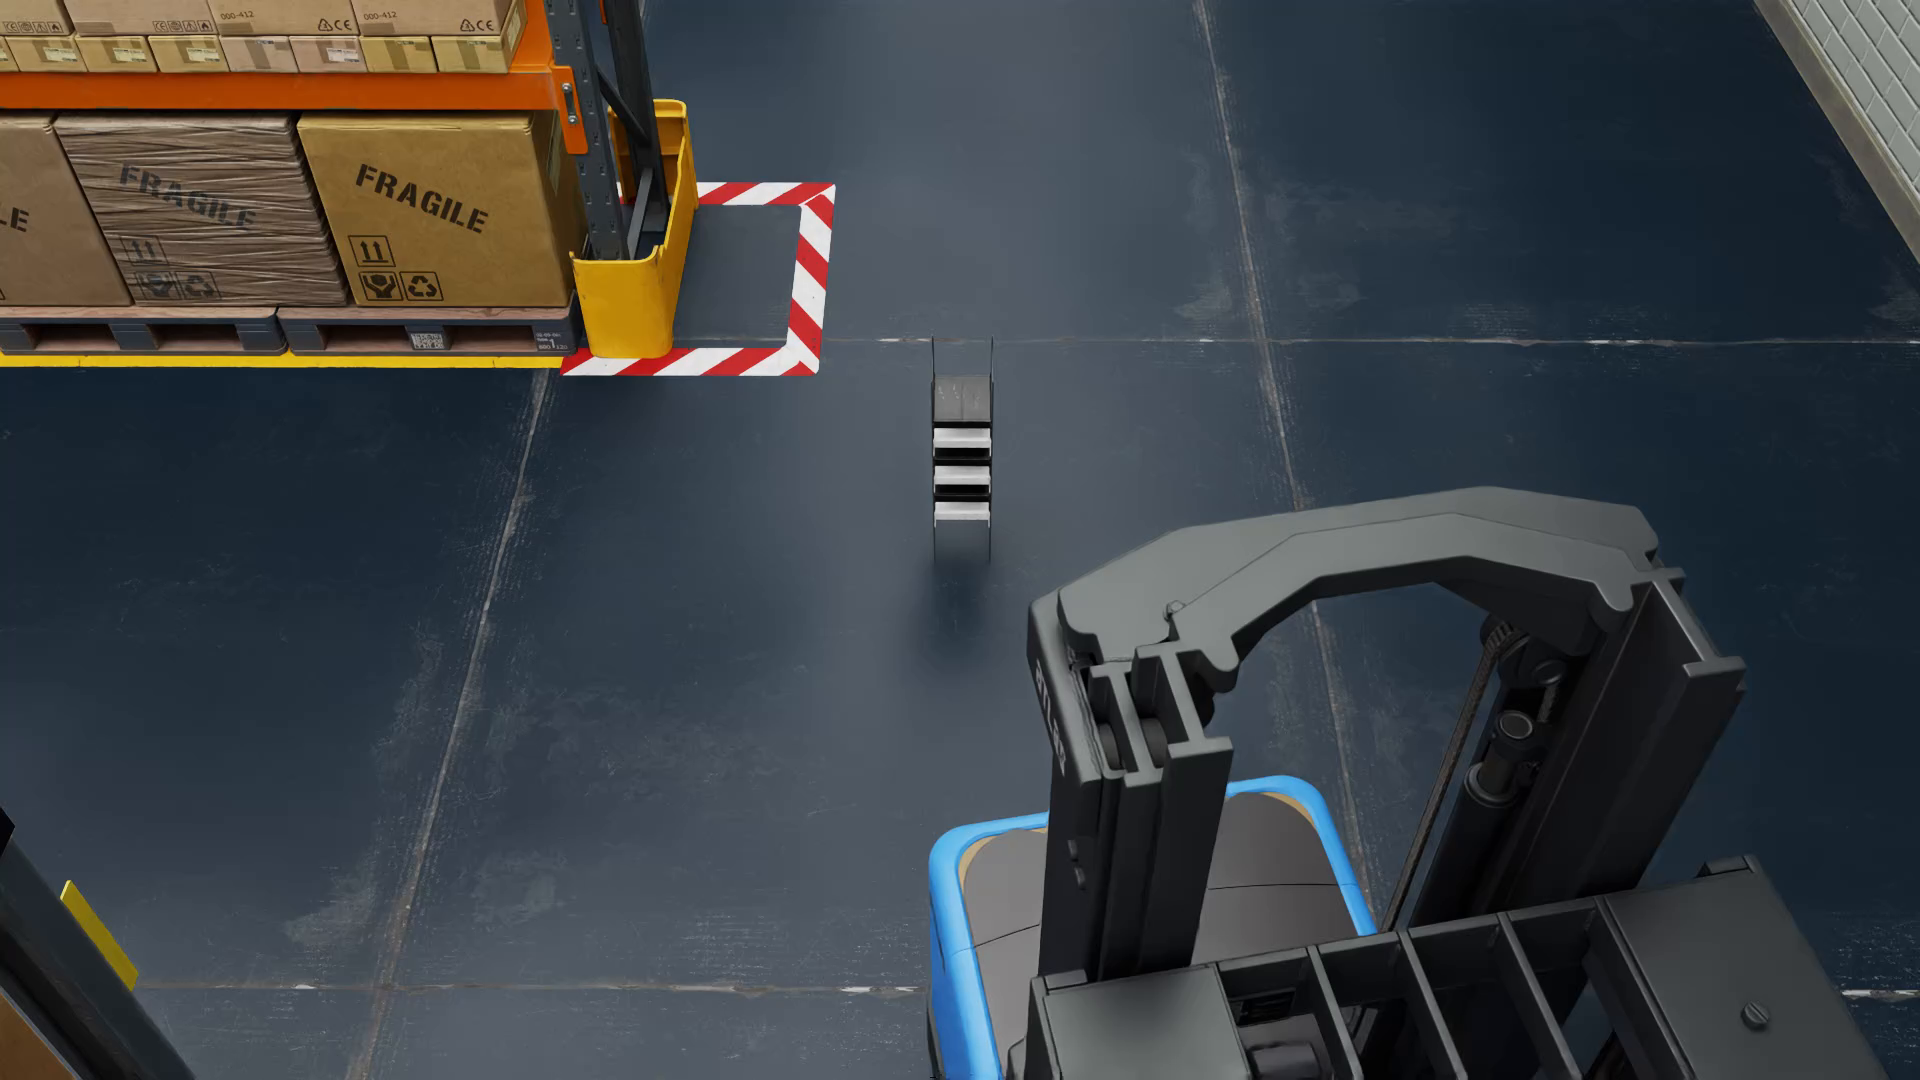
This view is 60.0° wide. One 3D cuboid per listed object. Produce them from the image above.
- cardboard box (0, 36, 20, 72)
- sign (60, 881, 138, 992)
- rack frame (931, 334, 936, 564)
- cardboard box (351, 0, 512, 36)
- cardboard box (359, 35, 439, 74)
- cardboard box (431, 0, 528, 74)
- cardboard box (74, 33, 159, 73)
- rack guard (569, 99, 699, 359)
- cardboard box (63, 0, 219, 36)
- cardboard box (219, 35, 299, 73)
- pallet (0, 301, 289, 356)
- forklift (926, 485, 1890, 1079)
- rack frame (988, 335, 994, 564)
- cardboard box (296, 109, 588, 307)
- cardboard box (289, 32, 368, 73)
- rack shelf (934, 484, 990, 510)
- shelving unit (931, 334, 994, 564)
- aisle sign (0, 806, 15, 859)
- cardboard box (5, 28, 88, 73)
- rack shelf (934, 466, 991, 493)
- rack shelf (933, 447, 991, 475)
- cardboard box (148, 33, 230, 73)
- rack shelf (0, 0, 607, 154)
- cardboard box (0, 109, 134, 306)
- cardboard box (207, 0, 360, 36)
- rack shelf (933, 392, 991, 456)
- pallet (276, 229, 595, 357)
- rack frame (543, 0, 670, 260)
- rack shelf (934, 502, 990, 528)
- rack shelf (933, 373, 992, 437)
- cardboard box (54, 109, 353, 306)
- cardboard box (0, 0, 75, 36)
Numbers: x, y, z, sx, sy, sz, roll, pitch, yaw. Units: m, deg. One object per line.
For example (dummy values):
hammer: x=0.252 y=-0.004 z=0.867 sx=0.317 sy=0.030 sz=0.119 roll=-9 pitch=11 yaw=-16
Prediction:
cardboard box: x=-3.554 y=-1.888 z=6.129 sx=0.250 sy=0.149 sz=0.380 roll=-1 pitch=47 yaw=-1
sign: x=-1.525 y=0.729 z=2.931 sx=0.005 sy=0.325 sz=0.100 roll=0 pitch=47 yaw=0
rack frame: x=-0.094 y=-0.307 z=5.921 sx=0.006 sy=0.900 sz=0.240 roll=0 pitch=47 yaw=0
cardboard box: x=-1.893 y=-2.067 z=6.024 sx=0.500 sy=0.250 sz=0.500 roll=-1 pitch=47 yaw=0
cardboard box: x=-2.025 y=-1.883 z=6.125 sx=0.250 sy=0.149 sz=0.380 roll=1 pitch=47 yaw=1
cardboard box: x=-1.765 y=-1.884 z=6.126 sx=0.250 sy=0.149 sz=0.380 roll=1 pitch=47 yaw=1
cardboard box: x=-3.046 y=-1.886 z=6.128 sx=0.250 sy=0.149 sz=0.380 roll=0 pitch=47 yaw=0
rack guard: x=-1.384 y=-1.358 z=7.172 sx=0.348 sy=0.500 sz=1.175 roll=0 pitch=47 yaw=0
cardboard box: x=-2.909 y=-2.070 z=6.027 sx=0.500 sy=0.250 sz=0.500 roll=-1 pitch=47 yaw=-1
cardboard box: x=-2.527 y=-1.886 z=6.128 sx=0.250 sy=0.149 sz=0.380 roll=1 pitch=47 yaw=1
pallet: x=-3.424 y=-1.210 z=7.232 sx=1.213 sy=0.211 sz=1.003 roll=0 pitch=47 yaw=0
forklift: x=0.685 y=1.449 z=2.899 sx=1.130 sy=2.935 sz=3.031 roll=-8 pitch=48 yaw=-7
rack frame: x=0.110 y=-0.306 z=5.920 sx=0.006 sy=0.900 sz=0.240 roll=0 pitch=47 yaw=0
cardboard box: x=-2.048 y=-1.572 z=6.829 sx=0.875 sy=0.875 sz=0.875 roll=0 pitch=47 yaw=0
cardboard box: x=-2.277 y=-1.885 z=6.127 sx=0.250 sy=0.149 sz=0.380 roll=0 pitch=47 yaw=0
rack shelf: x=0.008 y=-0.223 z=6.011 sx=0.200 sy=0.077 sz=0.258 roll=0 pitch=47 yaw=0
shelving unit: x=0.008 y=-0.307 z=5.921 sx=0.210 sy=0.900 sz=0.258 roll=0 pitch=47 yaw=0
aisle sign: x=-1.453 y=0.316 z=2.131 sx=0.004 sy=0.787 sz=0.394 roll=0 pitch=47 yaw=0
cardboard box: x=-3.294 y=-1.888 z=6.130 sx=0.250 sy=0.149 sz=0.380 roll=1 pitch=47 yaw=1
rack shelf: x=0.008 y=-0.284 z=5.945 sx=0.200 sy=0.077 sz=0.258 roll=0 pitch=47 yaw=0
rack shelf: x=0.008 y=-0.345 z=5.879 sx=0.200 sy=0.077 sz=0.258 roll=0 pitch=47 yaw=0
cardboard box: x=-2.786 y=-1.886 z=6.128 sx=0.250 sy=0.149 sz=0.380 roll=-1 pitch=47 yaw=-1
rack shelf: x=-3.408 y=-1.970 z=6.526 sx=4.000 sy=0.370 sz=1.077 roll=0 pitch=47 yaw=0
cardboard box: x=-3.848 y=-1.577 z=6.833 sx=0.875 sy=0.875 sz=0.875 roll=0 pitch=47 yaw=0
cardboard box: x=-2.400 y=-2.069 z=6.026 sx=0.500 sy=0.250 sz=0.500 roll=-1 pitch=47 yaw=-1
rack shelf: x=0.008 y=-0.406 z=5.813 sx=0.200 sy=0.077 sz=0.258 roll=0 pitch=47 yaw=0
pallet: x=-2.207 y=-1.204 z=7.227 sx=1.213 sy=0.211 sz=1.003 roll=0 pitch=47 yaw=0
rack frame: x=-1.408 y=-2.210 z=6.257 sx=0.127 sy=3.000 sz=1.000 roll=0 pitch=47 yaw=0
rack shelf: x=0.008 y=-0.161 z=6.077 sx=0.200 sy=0.077 sz=0.258 roll=0 pitch=47 yaw=0
rack shelf: x=0.008 y=-0.468 z=5.747 sx=0.200 sy=0.077 sz=0.258 roll=0 pitch=47 yaw=0
cardboard box: x=-2.958 y=-1.574 z=6.831 sx=0.875 sy=0.875 sz=0.875 roll=0 pitch=47 yaw=0
cardboard box: x=-3.430 y=-2.068 z=6.025 sx=0.500 sy=0.250 sz=0.500 roll=0 pitch=47 yaw=0
